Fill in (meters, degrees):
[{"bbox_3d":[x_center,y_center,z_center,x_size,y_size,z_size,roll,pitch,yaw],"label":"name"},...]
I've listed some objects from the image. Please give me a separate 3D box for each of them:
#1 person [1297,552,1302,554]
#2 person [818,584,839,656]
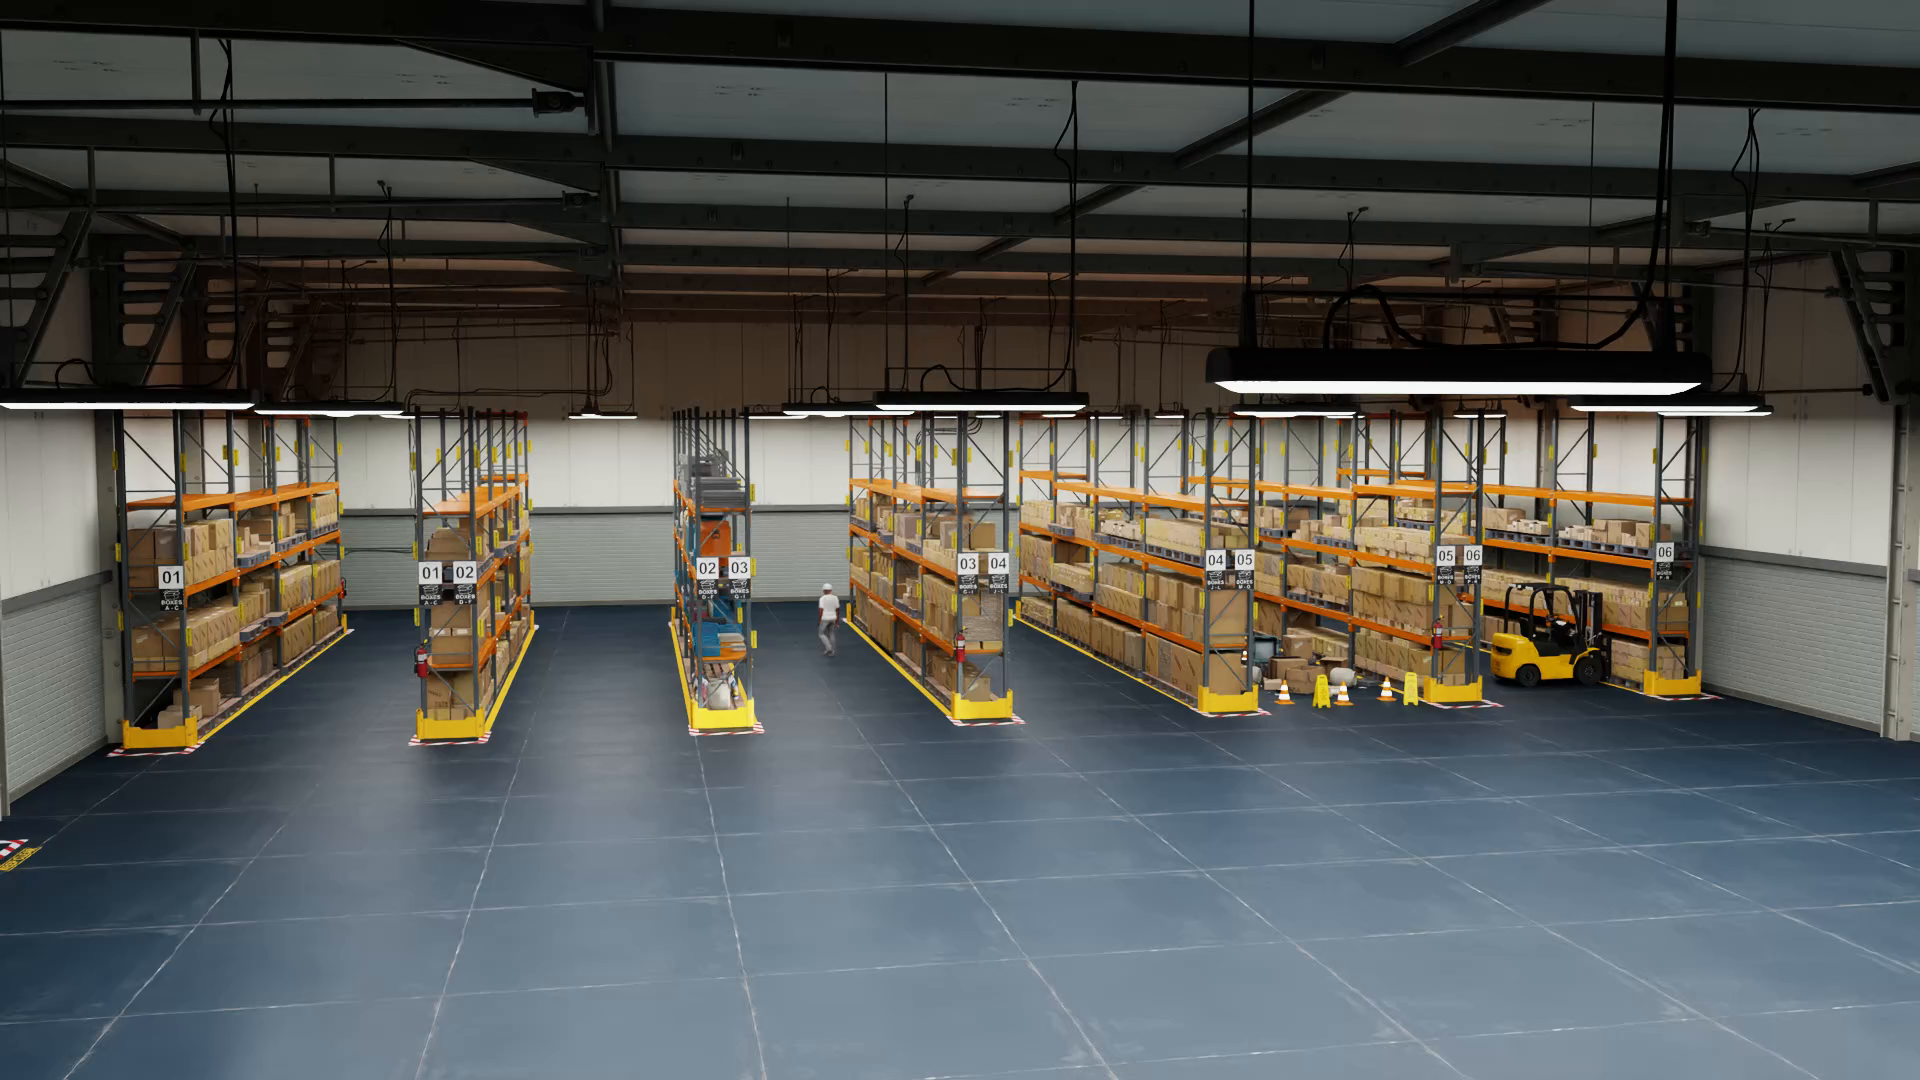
[{"bbox_3d":[10.631,1.180,52.281,0.488,1.619,1.037,1,4,8],"label":"person"},{"bbox_3d":[-3.196,1.953,40.605,0.605,1.769,0.517,-3,5,-40],"label":"person"}]
